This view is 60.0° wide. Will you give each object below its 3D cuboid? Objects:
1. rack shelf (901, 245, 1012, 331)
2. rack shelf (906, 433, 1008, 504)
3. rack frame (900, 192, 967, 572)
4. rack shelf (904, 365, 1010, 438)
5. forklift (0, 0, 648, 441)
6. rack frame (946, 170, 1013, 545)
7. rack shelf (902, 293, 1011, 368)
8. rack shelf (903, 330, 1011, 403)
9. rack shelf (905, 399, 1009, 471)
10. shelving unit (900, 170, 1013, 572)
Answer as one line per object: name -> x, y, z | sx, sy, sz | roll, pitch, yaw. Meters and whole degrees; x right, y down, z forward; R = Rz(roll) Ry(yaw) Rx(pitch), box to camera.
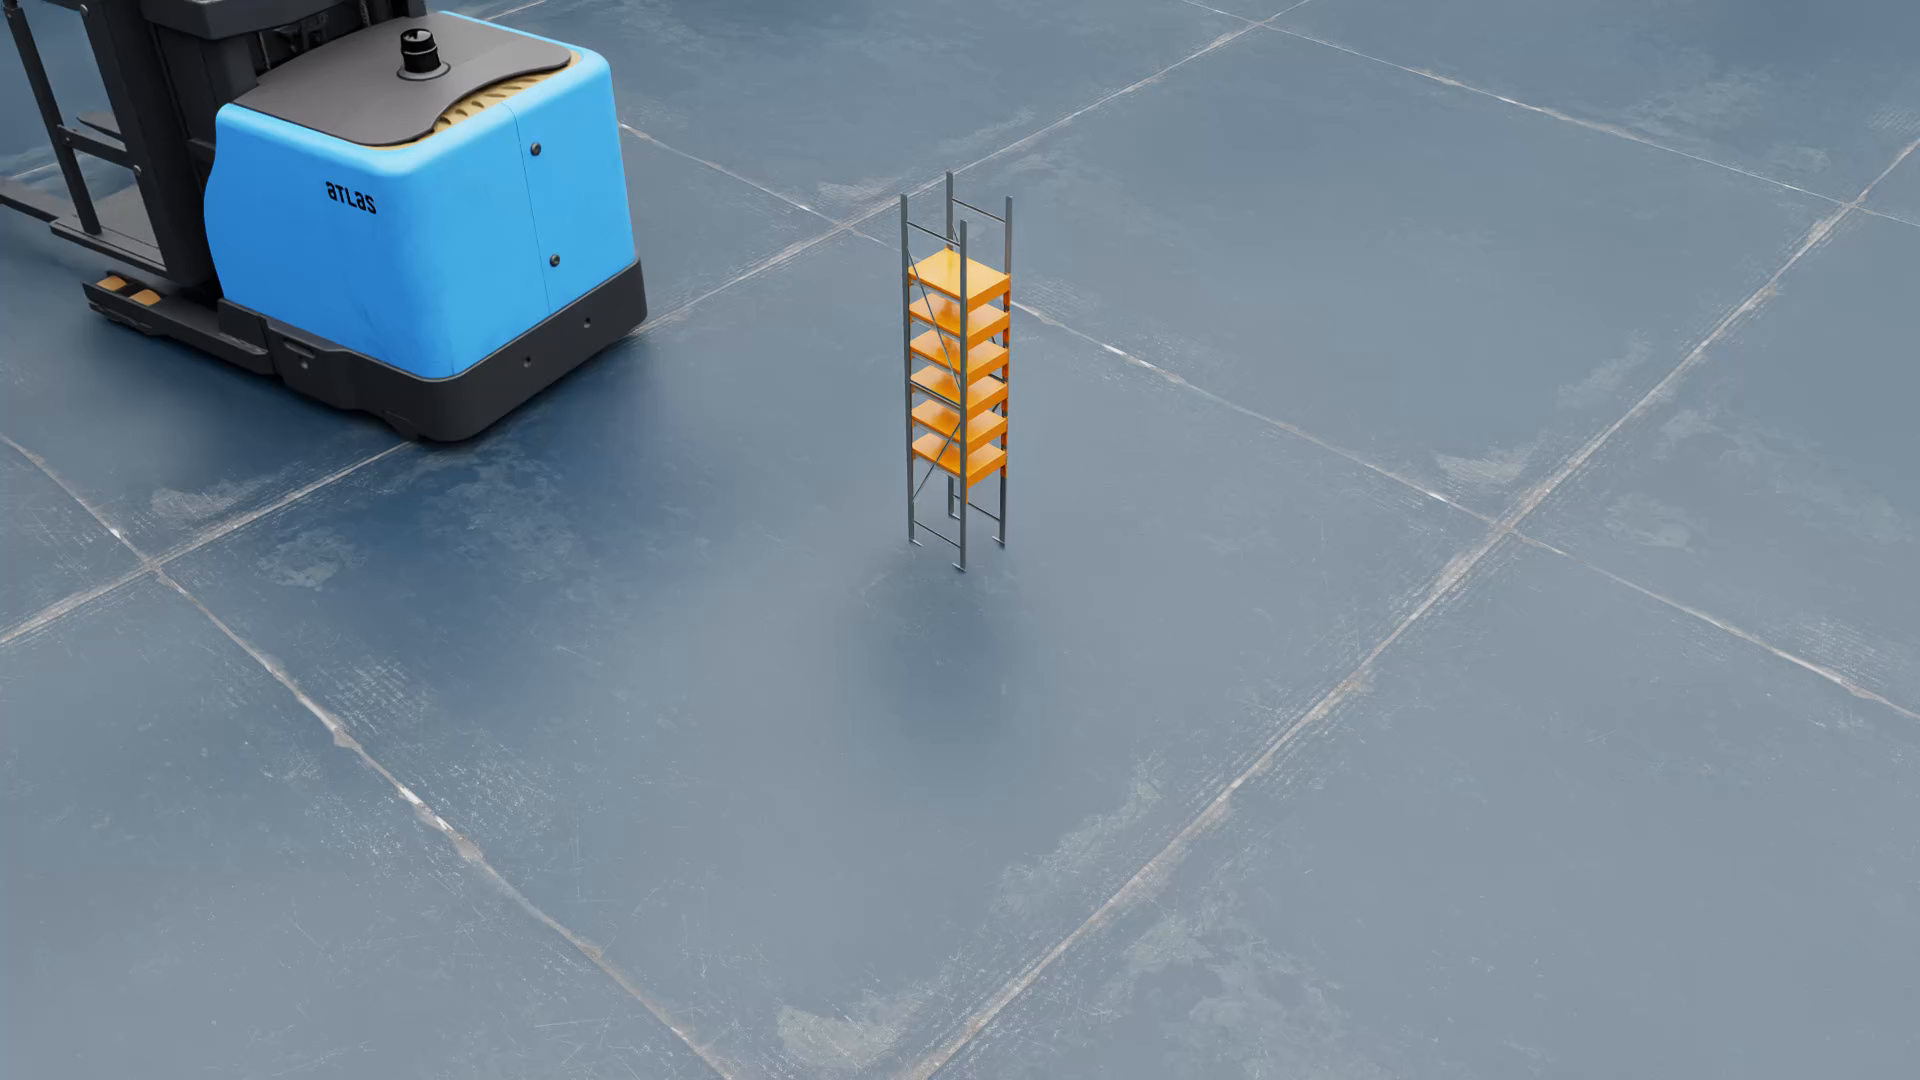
rack shelf -> -0.010, -0.710, 4.672 | 0.258, 0.103, 0.180 | 30, 47, 32
rack shelf -> -0.010, -0.240, 5.045 | 0.258, 0.103, 0.180 | 30, 47, 32
rack frame -> -0.071, -0.421, 4.815 | 0.240, 1.200, 0.006 | 30, 47, 32
rack shelf -> -0.010, -0.428, 4.896 | 0.258, 0.103, 0.180 | 30, 47, 32
forklift -> -2.687, -2.167, 5.621 | 3.031, 2.935, 1.130 | 21, 43, 24
rack frame -> 0.052, -0.505, 4.921 | 0.240, 1.200, 0.006 | 30, 47, 32
rack shelf -> -0.010, -0.616, 4.746 | 0.258, 0.103, 0.180 | 30, 47, 32
rack shelf -> -0.010, -0.522, 4.821 | 0.258, 0.103, 0.180 | 30, 47, 32
rack shelf -> -0.010, -0.334, 4.971 | 0.258, 0.103, 0.180 | 30, 47, 32
shelving unit -> -0.010, -0.463, 4.868 | 0.258, 1.200, 0.189 | 30, 47, 32
